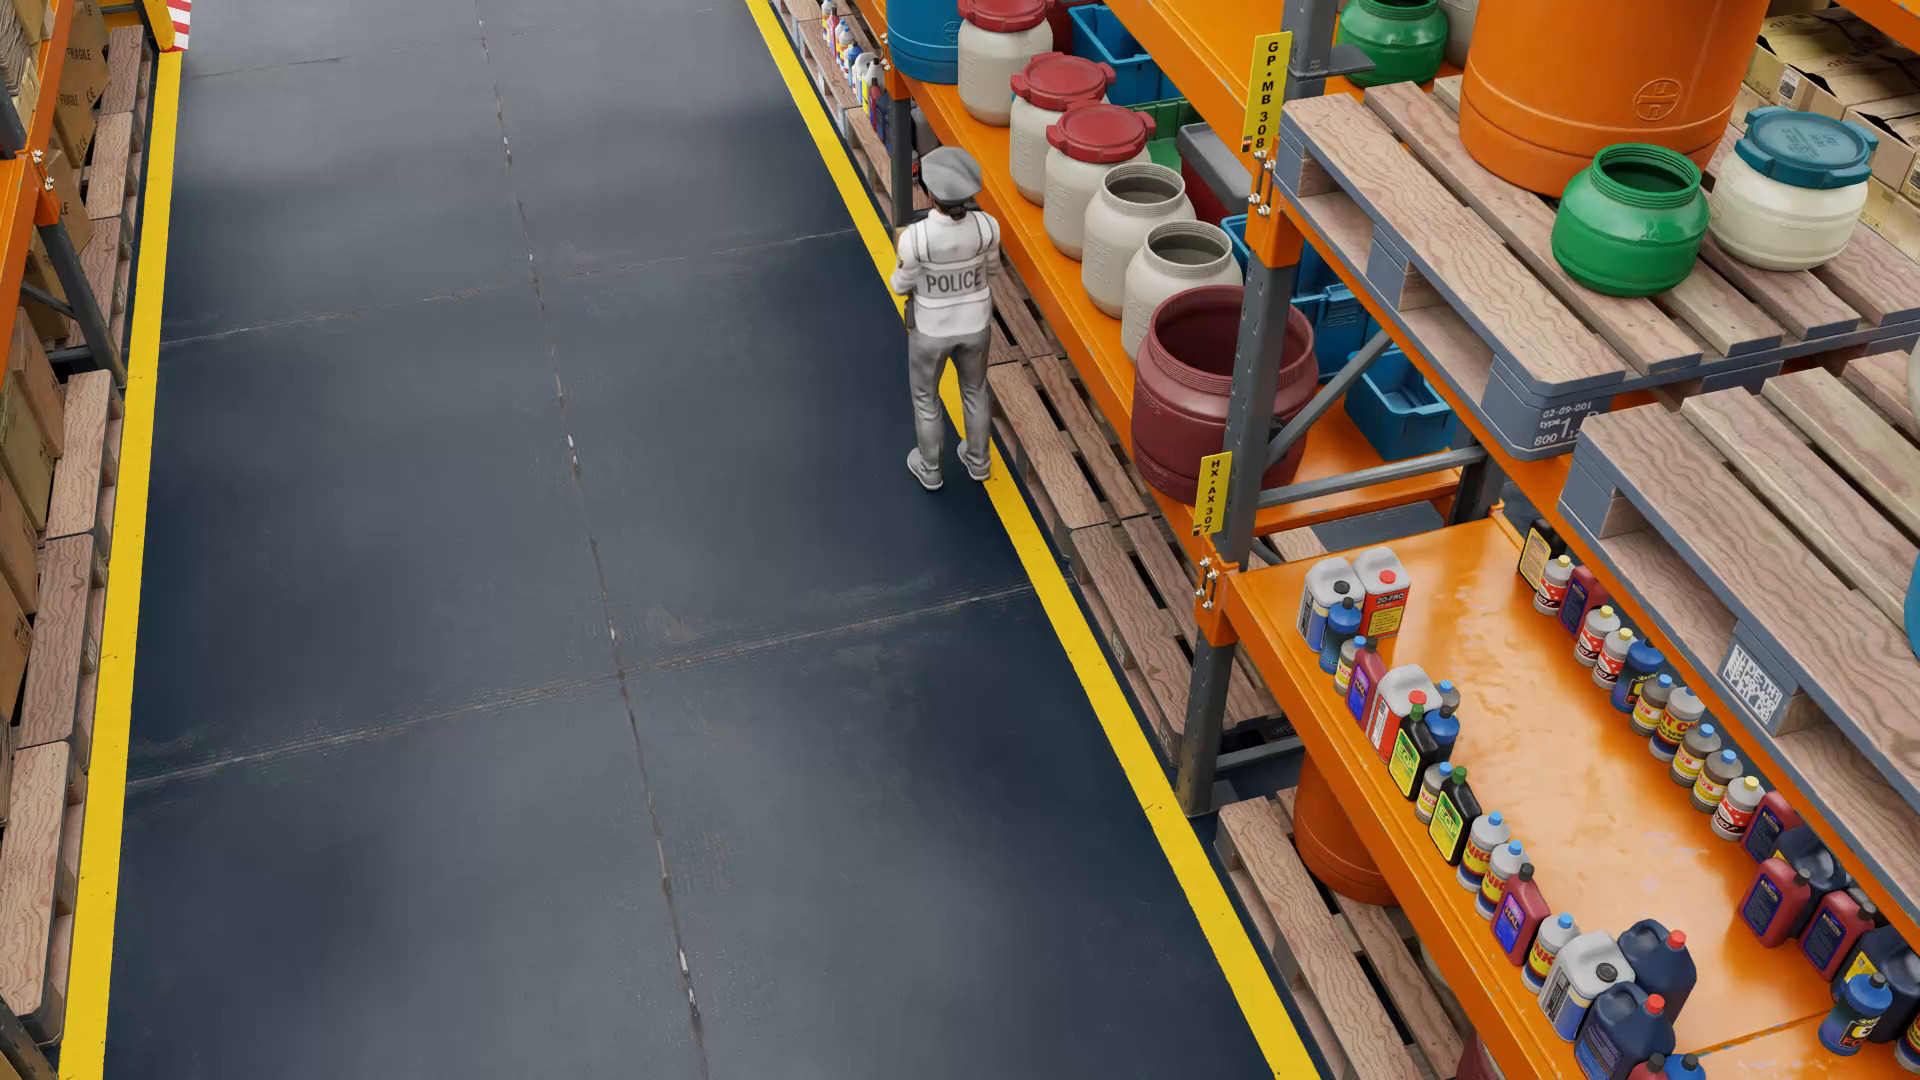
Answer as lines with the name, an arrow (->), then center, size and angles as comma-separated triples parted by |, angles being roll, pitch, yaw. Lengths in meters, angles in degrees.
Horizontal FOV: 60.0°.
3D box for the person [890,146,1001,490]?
person -> -0.071, -0.977, 7.204 | 0.474, 1.691, 0.540 | -12, 44, -13
